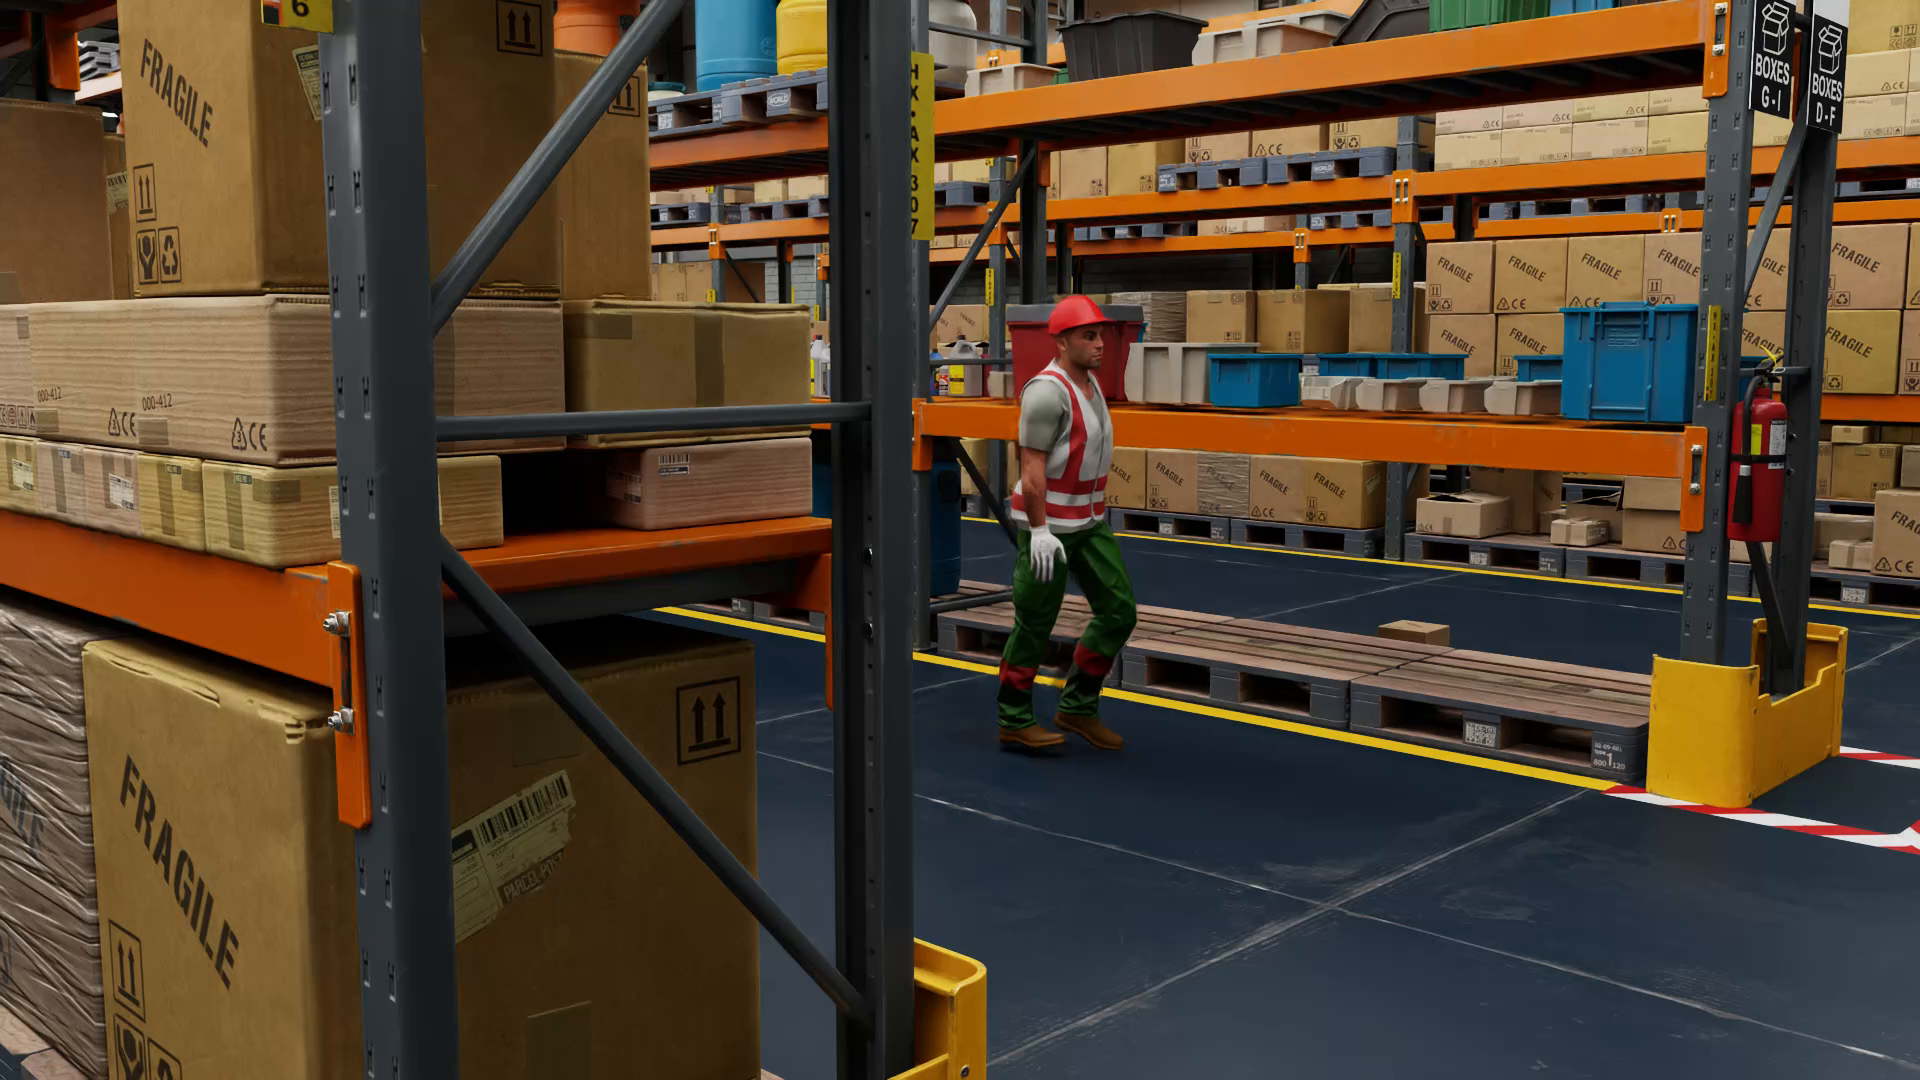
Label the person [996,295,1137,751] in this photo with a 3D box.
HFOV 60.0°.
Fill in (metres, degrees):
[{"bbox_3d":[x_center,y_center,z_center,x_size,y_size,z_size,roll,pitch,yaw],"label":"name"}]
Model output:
[{"bbox_3d":[0.380,-0.043,6.430,0.534,1.784,0.579,5,8,35],"label":"person"}]
